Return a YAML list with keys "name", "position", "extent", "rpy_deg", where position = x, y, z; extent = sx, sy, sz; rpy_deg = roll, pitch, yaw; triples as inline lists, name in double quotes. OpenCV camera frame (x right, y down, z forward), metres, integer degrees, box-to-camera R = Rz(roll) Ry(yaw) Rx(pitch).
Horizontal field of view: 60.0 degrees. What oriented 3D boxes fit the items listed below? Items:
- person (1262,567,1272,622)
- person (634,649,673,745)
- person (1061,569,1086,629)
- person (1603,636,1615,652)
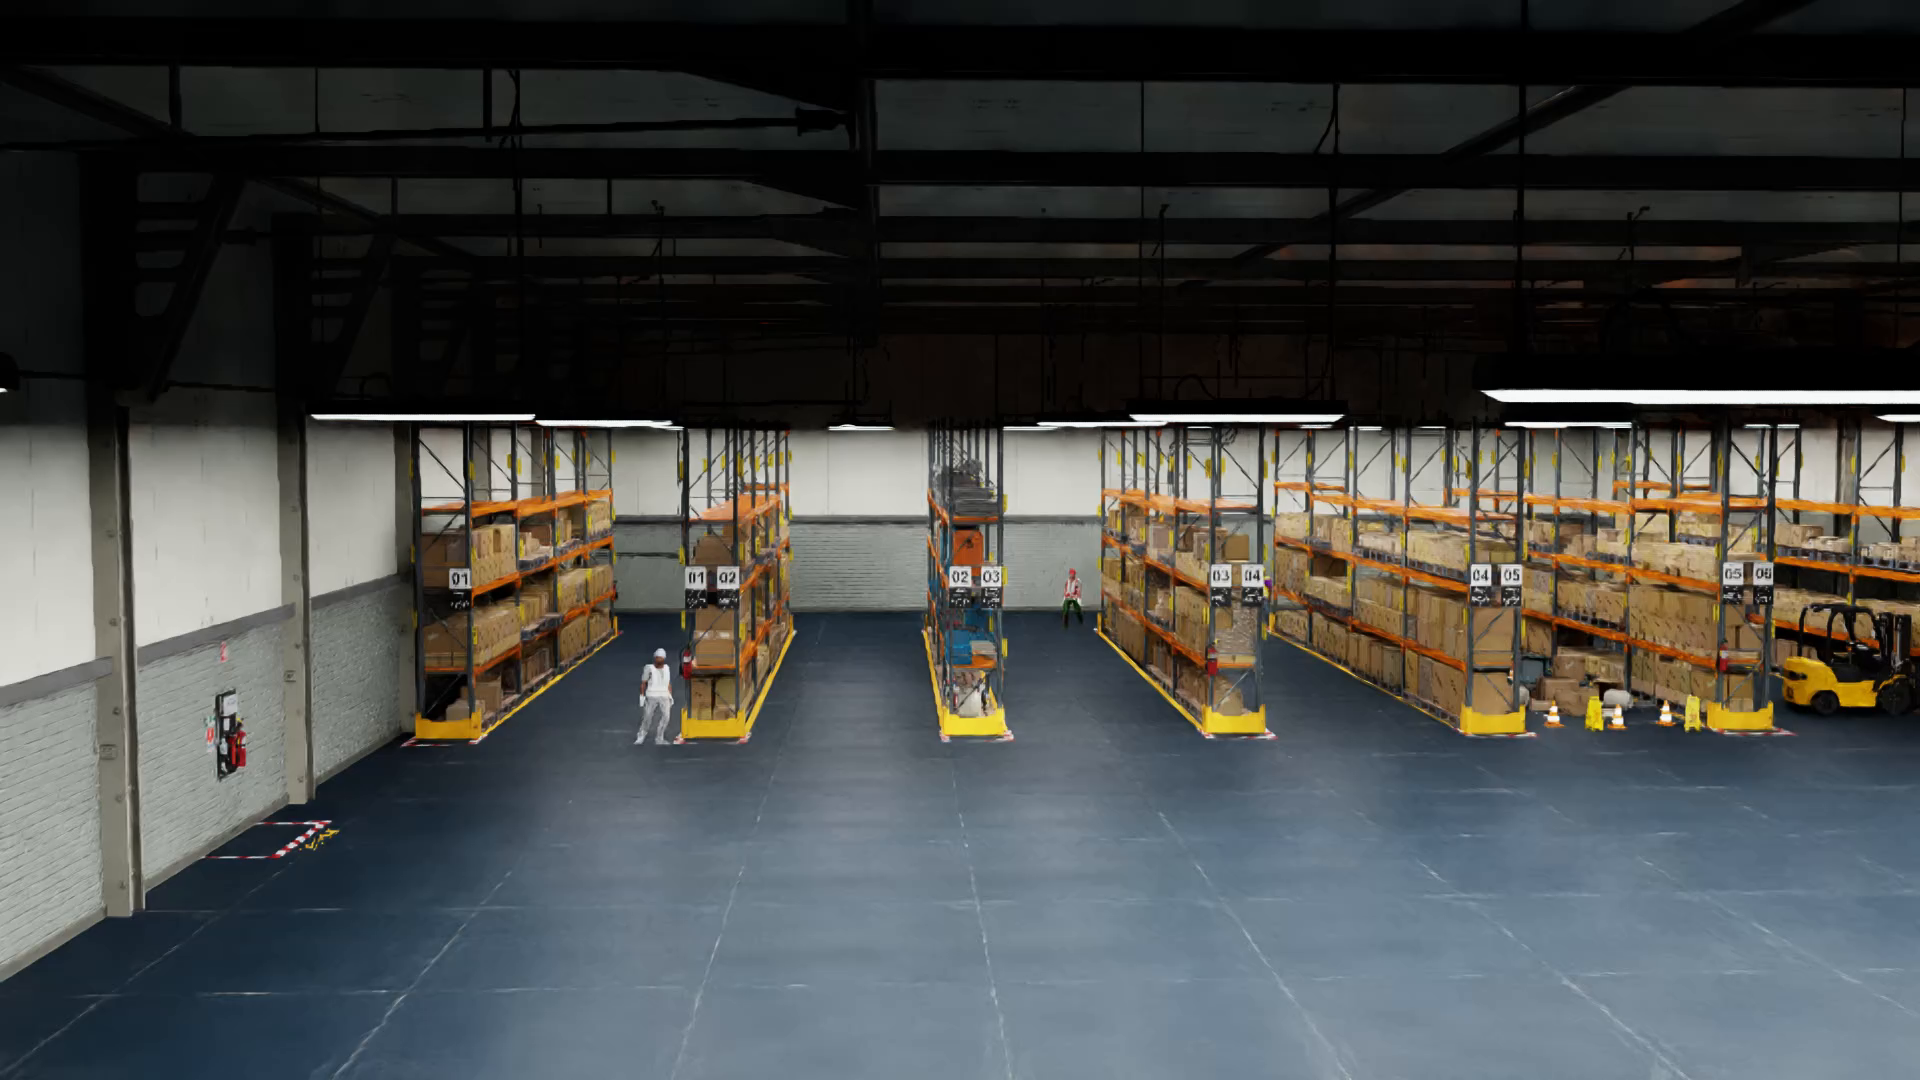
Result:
- name: "person"
  position: [8.969, 1.662, 48.951]
  extent: [0.550, 1.758, 0.661]
  rpy_deg: [-2, 4, -32]
- name: "person"
  position: [-5.616, 2.867, 30.398]
  extent: [0.691, 1.761, 0.512]
  rpy_deg: [-3, 5, -38]
- name: "person"
  position: [3.306, 1.694, 48.428]
  extent: [0.610, 1.754, 0.778]
  rpy_deg: [2, 4, 23]
- name: "person"
  position: [16.324, 2.139, 41.973]
  extent: [0.462, 1.677, 0.497]
  rpy_deg: [2, 4, 28]
